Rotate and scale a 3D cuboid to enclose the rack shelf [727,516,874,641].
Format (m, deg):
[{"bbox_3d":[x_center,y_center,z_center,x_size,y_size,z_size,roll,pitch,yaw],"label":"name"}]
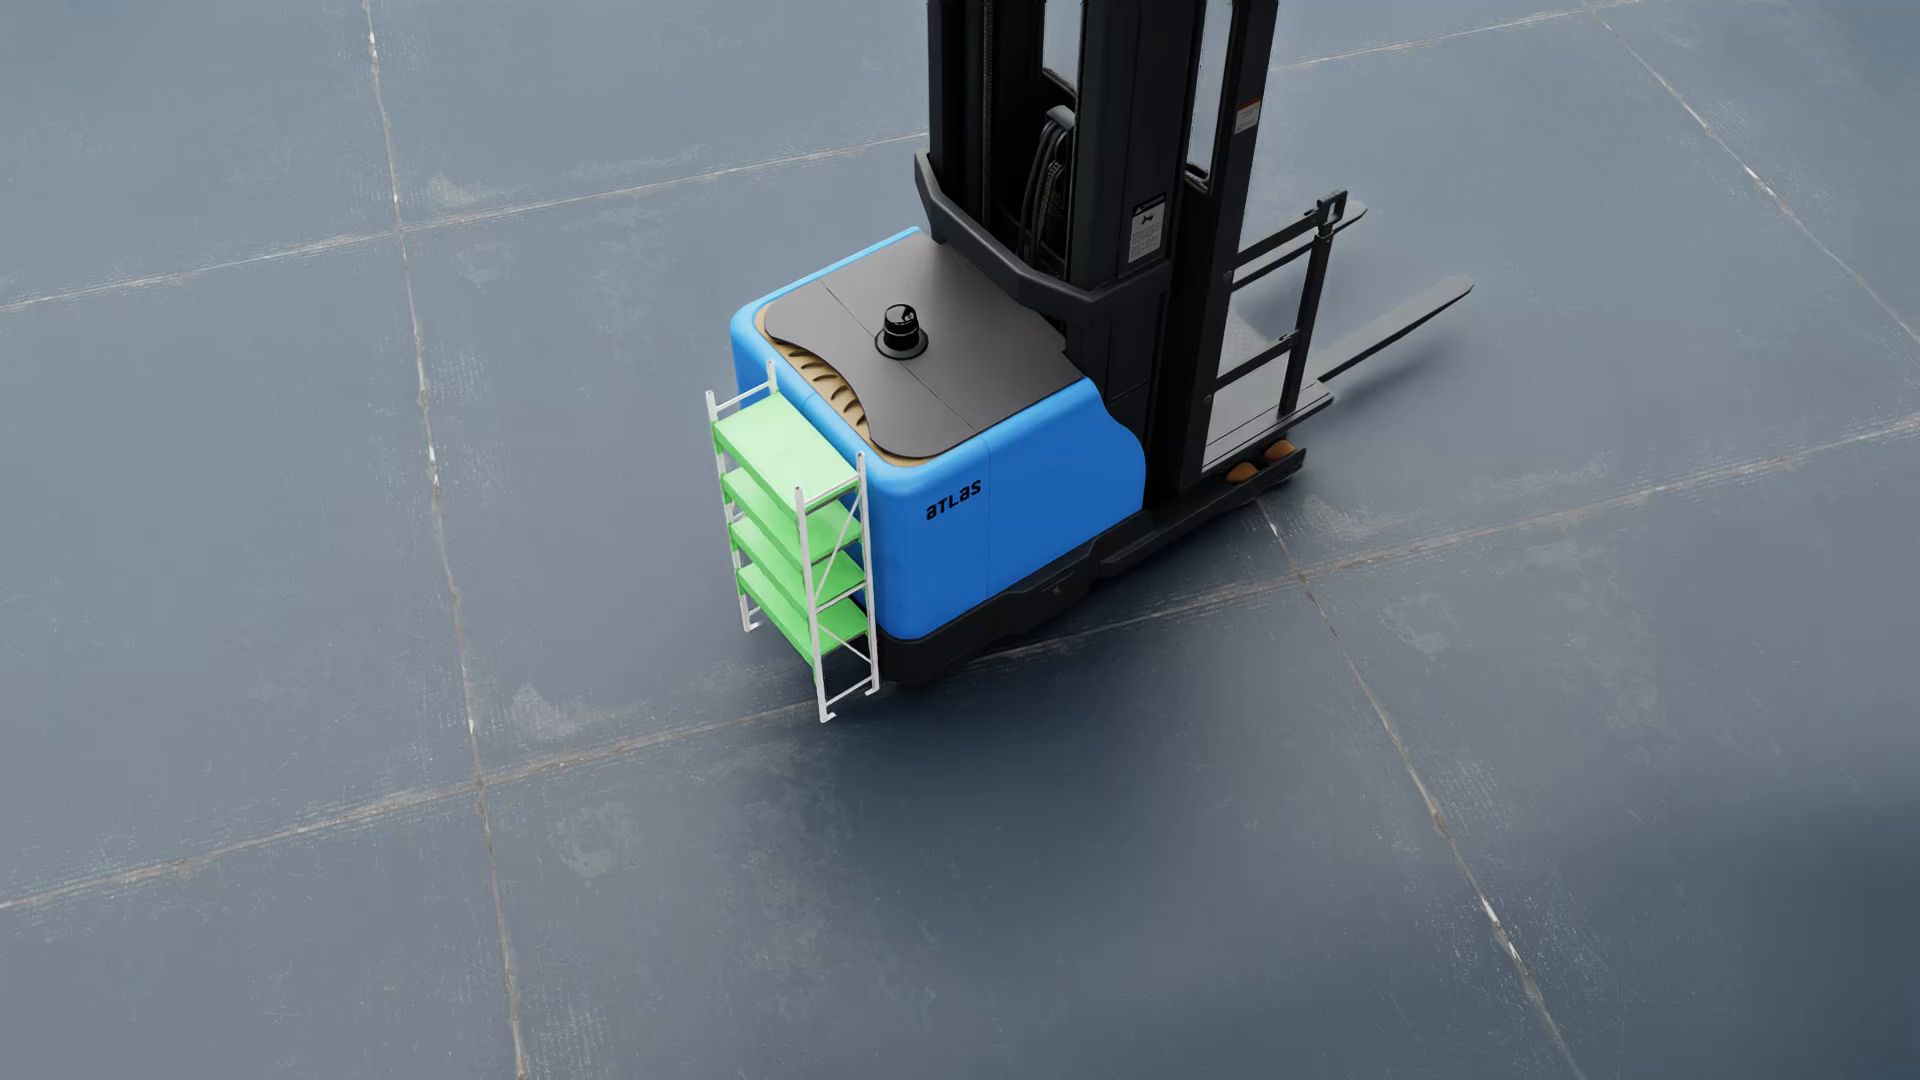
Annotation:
[{"bbox_3d":[-0.528,0.077,5.484,0.258,0.148,0.480,-30,56,-23],"label":"rack shelf"}]

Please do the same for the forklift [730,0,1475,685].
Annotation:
[{"bbox_3d":[0.709,-1.376,5.493,3.031,2.935,1.130,-30,56,-23],"label":"forklift"}]

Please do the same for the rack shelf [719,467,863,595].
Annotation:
[{"bbox_3d":[-0.528,-0.077,5.300,0.258,0.148,0.480,-30,56,-23],"label":"rack shelf"}]

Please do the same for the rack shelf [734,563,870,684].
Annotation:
[{"bbox_3d":[-0.528,0.232,5.667,0.258,0.148,0.480,-30,56,-23],"label":"rack shelf"}]

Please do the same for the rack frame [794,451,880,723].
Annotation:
[{"bbox_3d":[-0.381,0.185,5.309,0.240,1.200,0.015,-30,56,-23],"label":"rack frame"}]

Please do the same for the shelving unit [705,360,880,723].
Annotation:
[{"bbox_3d":[-0.528,0.036,5.435,0.258,1.200,0.503,-30,56,-23],"label":"shelving unit"}]

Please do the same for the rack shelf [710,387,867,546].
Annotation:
[{"bbox_3d":[-0.528,-0.232,5.117,0.258,0.148,0.480,-30,56,-23],"label":"rack shelf"}]

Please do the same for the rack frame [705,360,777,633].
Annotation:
[{"bbox_3d":[-0.675,-0.113,5.560,0.240,1.200,0.015,-30,56,-23],"label":"rack frame"}]
